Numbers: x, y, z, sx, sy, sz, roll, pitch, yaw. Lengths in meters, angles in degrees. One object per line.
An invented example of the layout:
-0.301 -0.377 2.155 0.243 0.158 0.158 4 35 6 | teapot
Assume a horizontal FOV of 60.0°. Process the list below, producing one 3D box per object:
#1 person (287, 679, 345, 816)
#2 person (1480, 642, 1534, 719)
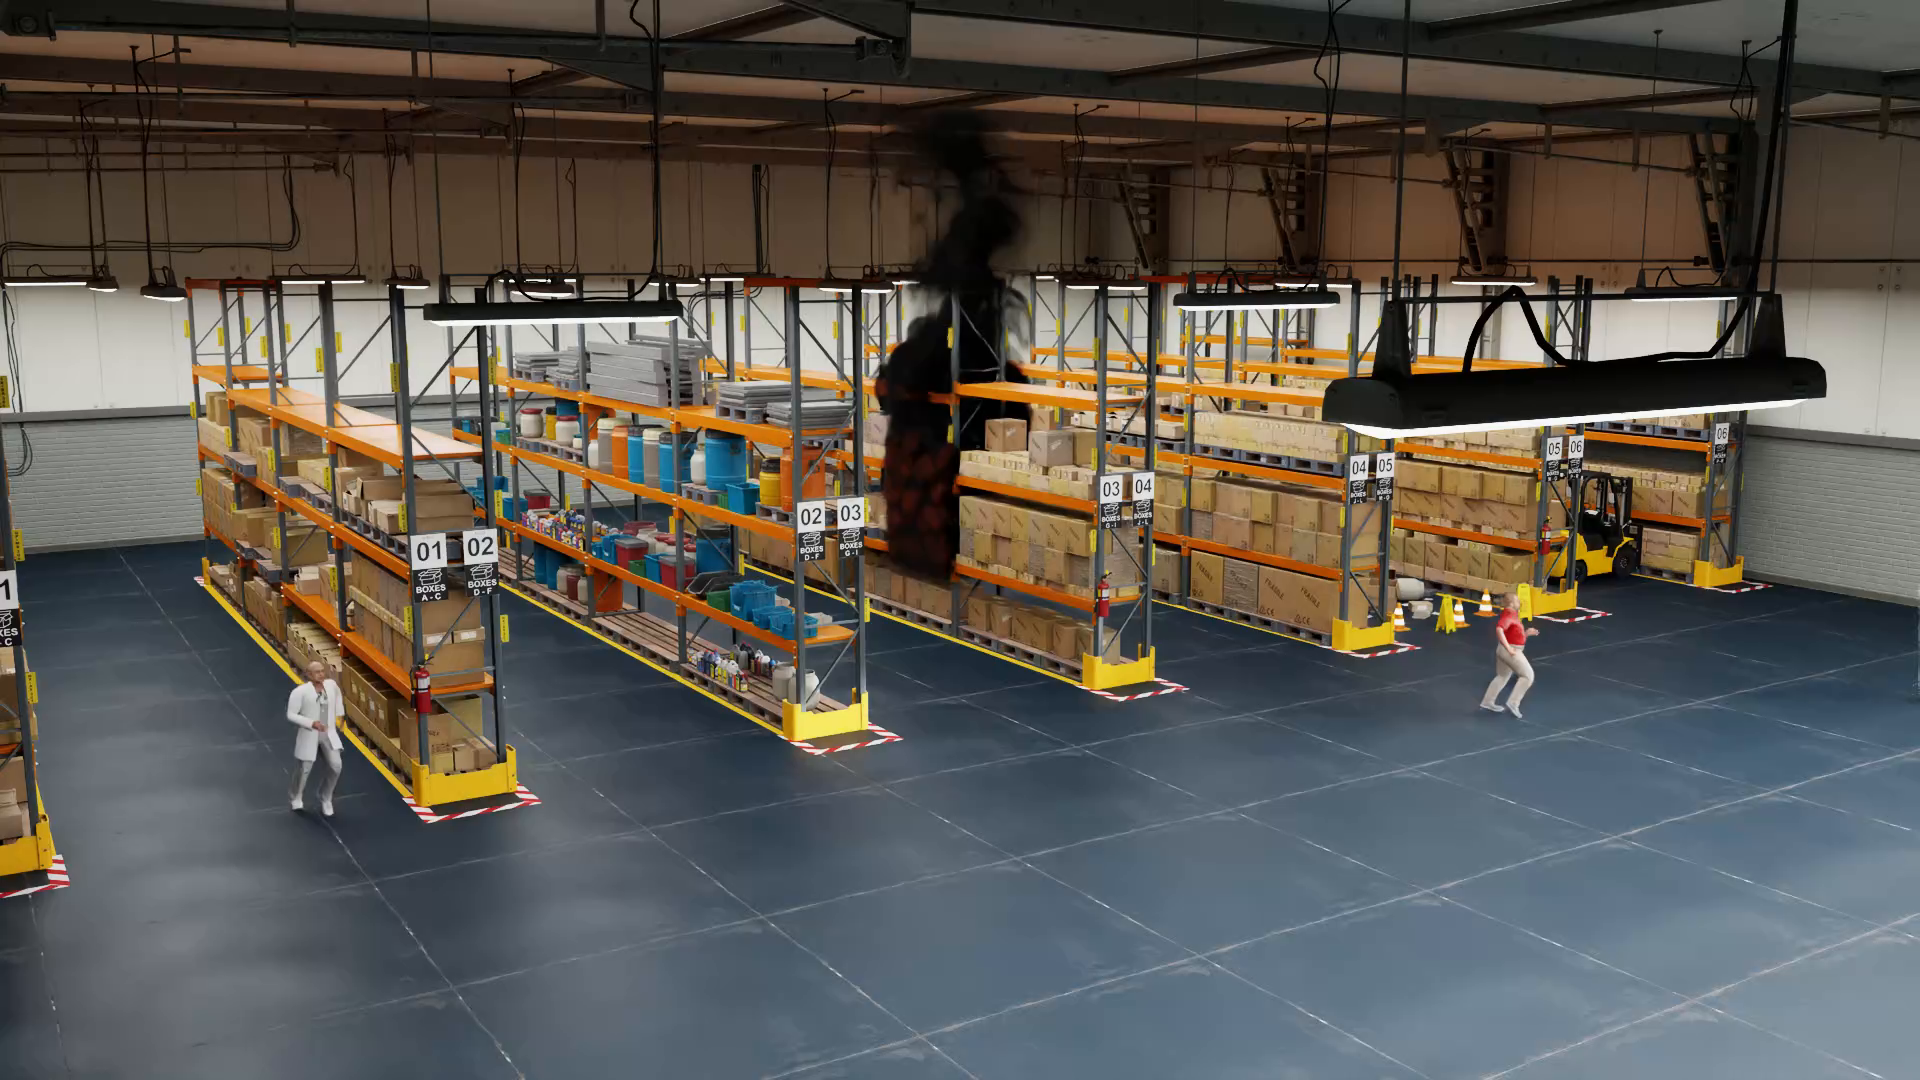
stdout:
-7.428 2.382 19.235 0.748 1.623 0.706 -9 13 -44 | person
7.672 1.950 23.319 0.668 1.112 0.415 0 10 1 | person
